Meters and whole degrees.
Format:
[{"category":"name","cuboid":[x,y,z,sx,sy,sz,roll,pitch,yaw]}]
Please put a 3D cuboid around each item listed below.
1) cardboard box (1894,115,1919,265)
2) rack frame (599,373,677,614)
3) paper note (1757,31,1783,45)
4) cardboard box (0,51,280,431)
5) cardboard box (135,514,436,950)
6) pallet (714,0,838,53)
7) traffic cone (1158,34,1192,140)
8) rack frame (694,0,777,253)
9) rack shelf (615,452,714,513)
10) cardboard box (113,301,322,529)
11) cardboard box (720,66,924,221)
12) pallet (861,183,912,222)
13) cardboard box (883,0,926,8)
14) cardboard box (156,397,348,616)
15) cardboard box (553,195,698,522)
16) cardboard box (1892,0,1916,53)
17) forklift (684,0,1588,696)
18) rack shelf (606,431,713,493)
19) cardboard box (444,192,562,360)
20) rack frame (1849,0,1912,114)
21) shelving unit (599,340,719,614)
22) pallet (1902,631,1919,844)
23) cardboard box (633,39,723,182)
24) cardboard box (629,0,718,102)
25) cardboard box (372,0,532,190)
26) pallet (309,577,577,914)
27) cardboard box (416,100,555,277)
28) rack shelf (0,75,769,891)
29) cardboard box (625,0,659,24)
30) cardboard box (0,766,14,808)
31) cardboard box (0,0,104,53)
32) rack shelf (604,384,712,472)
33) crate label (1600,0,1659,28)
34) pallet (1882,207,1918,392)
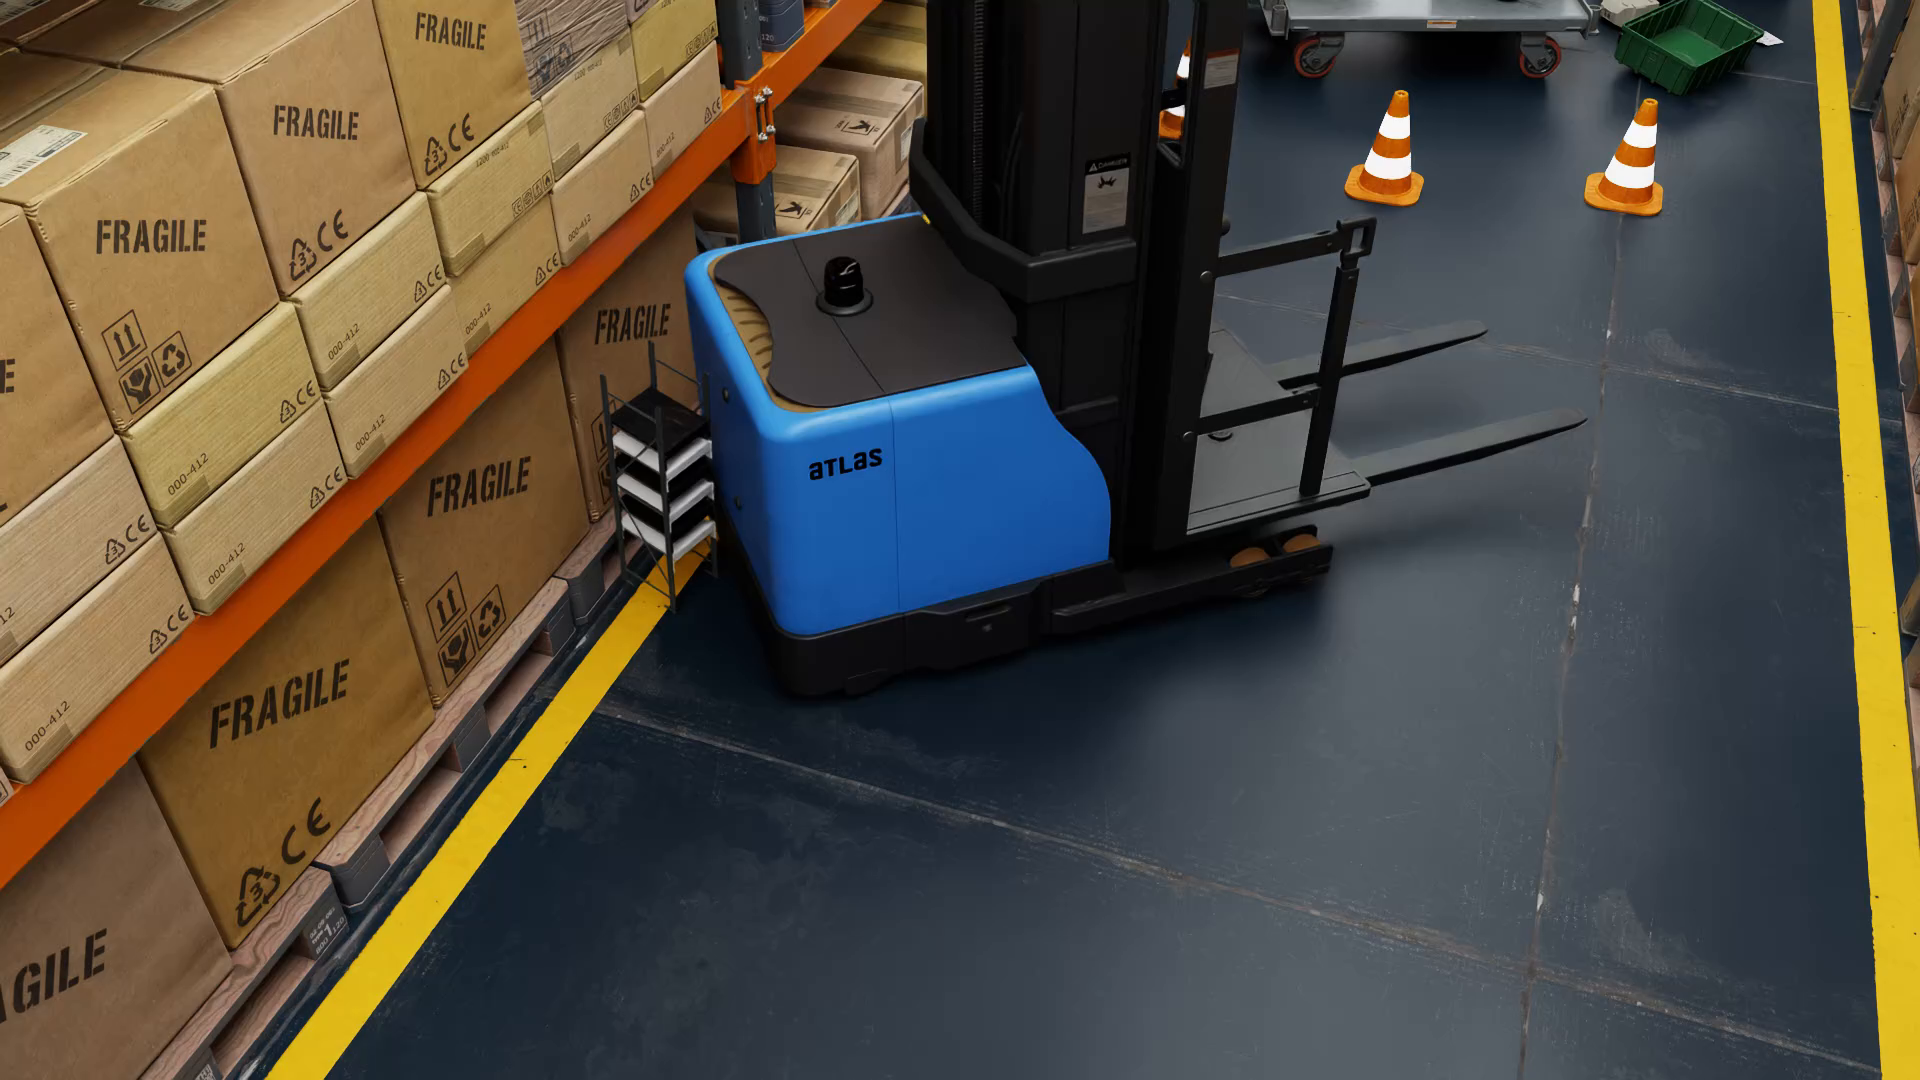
[{"category":"cardboard box","cuboid":[4.445,-1.516,6.625,1.050,0.750,0.750,13,42,15]},{"category":"rack frame","cuboid":[-0.997,-0.125,5.183,0.240,0.900,0.006,30,51,21]},{"category":"paper note","cuboid":[4.285,-2.680,8.867,0.147,0.020,0.142,-13,42,-15]},{"category":"cardboard box","cuboid":[-1.773,-0.600,3.295,0.500,0.500,0.500,12,42,14]},{"category":"cardboard box","cuboid":[-2.077,0.344,4.349,0.875,0.875,0.875,14,43,16]},{"category":"pallet","cuboid":[-1.004,-2.181,6.143,1.213,0.211,1.003,13,42,15]},{"category":"traffic cone","cuboid":[1.112,-2.203,7.975,0.336,0.463,0.334,13,42,15]},{"category":"rack frame","cuboid":[-1.148,-1.795,5.543,1.000,3.000,0.127,13,42,15]},{"category":"rack shelf","cuboid":[-0.933,-0.220,5.202,0.258,0.077,0.200,30,51,21]},{"category":"cardboard box","cuboid":[-1.751,-0.321,3.545,0.500,0.250,0.500,14,42,16]},{"category":"cardboard box","cuboid":[-0.700,-1.750,7.191,0.950,0.372,0.625,13,42,14]},{"category":"pallet","cuboid":[-0.879,-1.211,7.006,1.003,0.211,1.213,13,42,15]},{"category":"cardboard box","cuboid":[-0.200,-2.635,8.229,0.950,0.372,0.625,16,43,18]},{"category":"cardboard box","cuboid":[-1.751,-0.133,3.711,0.500,0.250,0.500,13,42,15]},{"category":"cardboard box","cuboid":[-1.462,-0.744,5.624,0.875,0.875,0.875,13,42,15]},{"category":"cardboard box","cuboid":[5.187,-2.917,8.172,0.875,0.875,0.875,14,42,16]},{"category":"forklift","cuboid":[0.705,-1.232,4.935,3.031,2.935,1.130,-14,42,-16]},{"category":"rack shelf","cuboid":[-0.926,-0.282,5.137,0.258,0.077,0.200,30,51,21]},{"category":"cardboard box","cuboid":[-1.424,-0.754,4.438,0.500,0.250,0.500,13,42,15]},{"category":"rack frame","cuboid":[4.906,-3.198,7.187,1.000,3.000,0.127,13,42,15]},{"category":"shelving unit","cuboid":[-0.937,-0.181,5.242,0.258,0.900,0.210,30,51,21]},{"category":"pallet","cuboid":[3.270,0.779,4.674,1.003,0.211,1.213,13,42,15]},{"category":"cardboard box","cuboid":[-1.077,-1.372,5.163,0.500,0.250,0.500,12,42,14]},{"category":"cardboard box","cuboid":[-1.075,-1.577,5.017,0.500,0.250,0.500,13,42,15]},{"category":"cardboard box","cuboid":[-1.423,-1.224,4.026,0.500,0.500,0.500,13,42,15]},{"category":"pallet","cuboid":[-1.907,0.471,5.035,1.003,0.211,1.213,13,42,15]},{"category":"cardboard box","cuboid":[-1.402,-0.946,4.278,0.500,0.250,0.500,12,42,14]},{"category":"rack shelf","cuboid":[-1.832,-0.302,4.347,1.077,0.370,4.000,13,42,15]},{"category":"cardboard box","cuboid":[-1.079,-1.840,4.749,0.500,0.500,0.500,12,42,14]},{"category":"cardboard box","cuboid":[-2.117,0.492,2.978,0.500,0.250,0.500,12,42,14]},{"category":"cardboard box","cuboid":[-2.074,-1.043,3.814,0.500,0.500,0.500,14,42,16]},{"category":"rack shelf","cuboid":[-0.920,-0.344,5.072,0.258,0.077,0.200,30,51,21]},{"category":"crate label","cuboid":[3.629,-2.872,9.011,0.298,0.136,0.250,-13,42,-15]},{"category":"pallet","cuboid":[4.298,-0.903,6.646,1.003,0.211,1.213,13,42,15]}]
